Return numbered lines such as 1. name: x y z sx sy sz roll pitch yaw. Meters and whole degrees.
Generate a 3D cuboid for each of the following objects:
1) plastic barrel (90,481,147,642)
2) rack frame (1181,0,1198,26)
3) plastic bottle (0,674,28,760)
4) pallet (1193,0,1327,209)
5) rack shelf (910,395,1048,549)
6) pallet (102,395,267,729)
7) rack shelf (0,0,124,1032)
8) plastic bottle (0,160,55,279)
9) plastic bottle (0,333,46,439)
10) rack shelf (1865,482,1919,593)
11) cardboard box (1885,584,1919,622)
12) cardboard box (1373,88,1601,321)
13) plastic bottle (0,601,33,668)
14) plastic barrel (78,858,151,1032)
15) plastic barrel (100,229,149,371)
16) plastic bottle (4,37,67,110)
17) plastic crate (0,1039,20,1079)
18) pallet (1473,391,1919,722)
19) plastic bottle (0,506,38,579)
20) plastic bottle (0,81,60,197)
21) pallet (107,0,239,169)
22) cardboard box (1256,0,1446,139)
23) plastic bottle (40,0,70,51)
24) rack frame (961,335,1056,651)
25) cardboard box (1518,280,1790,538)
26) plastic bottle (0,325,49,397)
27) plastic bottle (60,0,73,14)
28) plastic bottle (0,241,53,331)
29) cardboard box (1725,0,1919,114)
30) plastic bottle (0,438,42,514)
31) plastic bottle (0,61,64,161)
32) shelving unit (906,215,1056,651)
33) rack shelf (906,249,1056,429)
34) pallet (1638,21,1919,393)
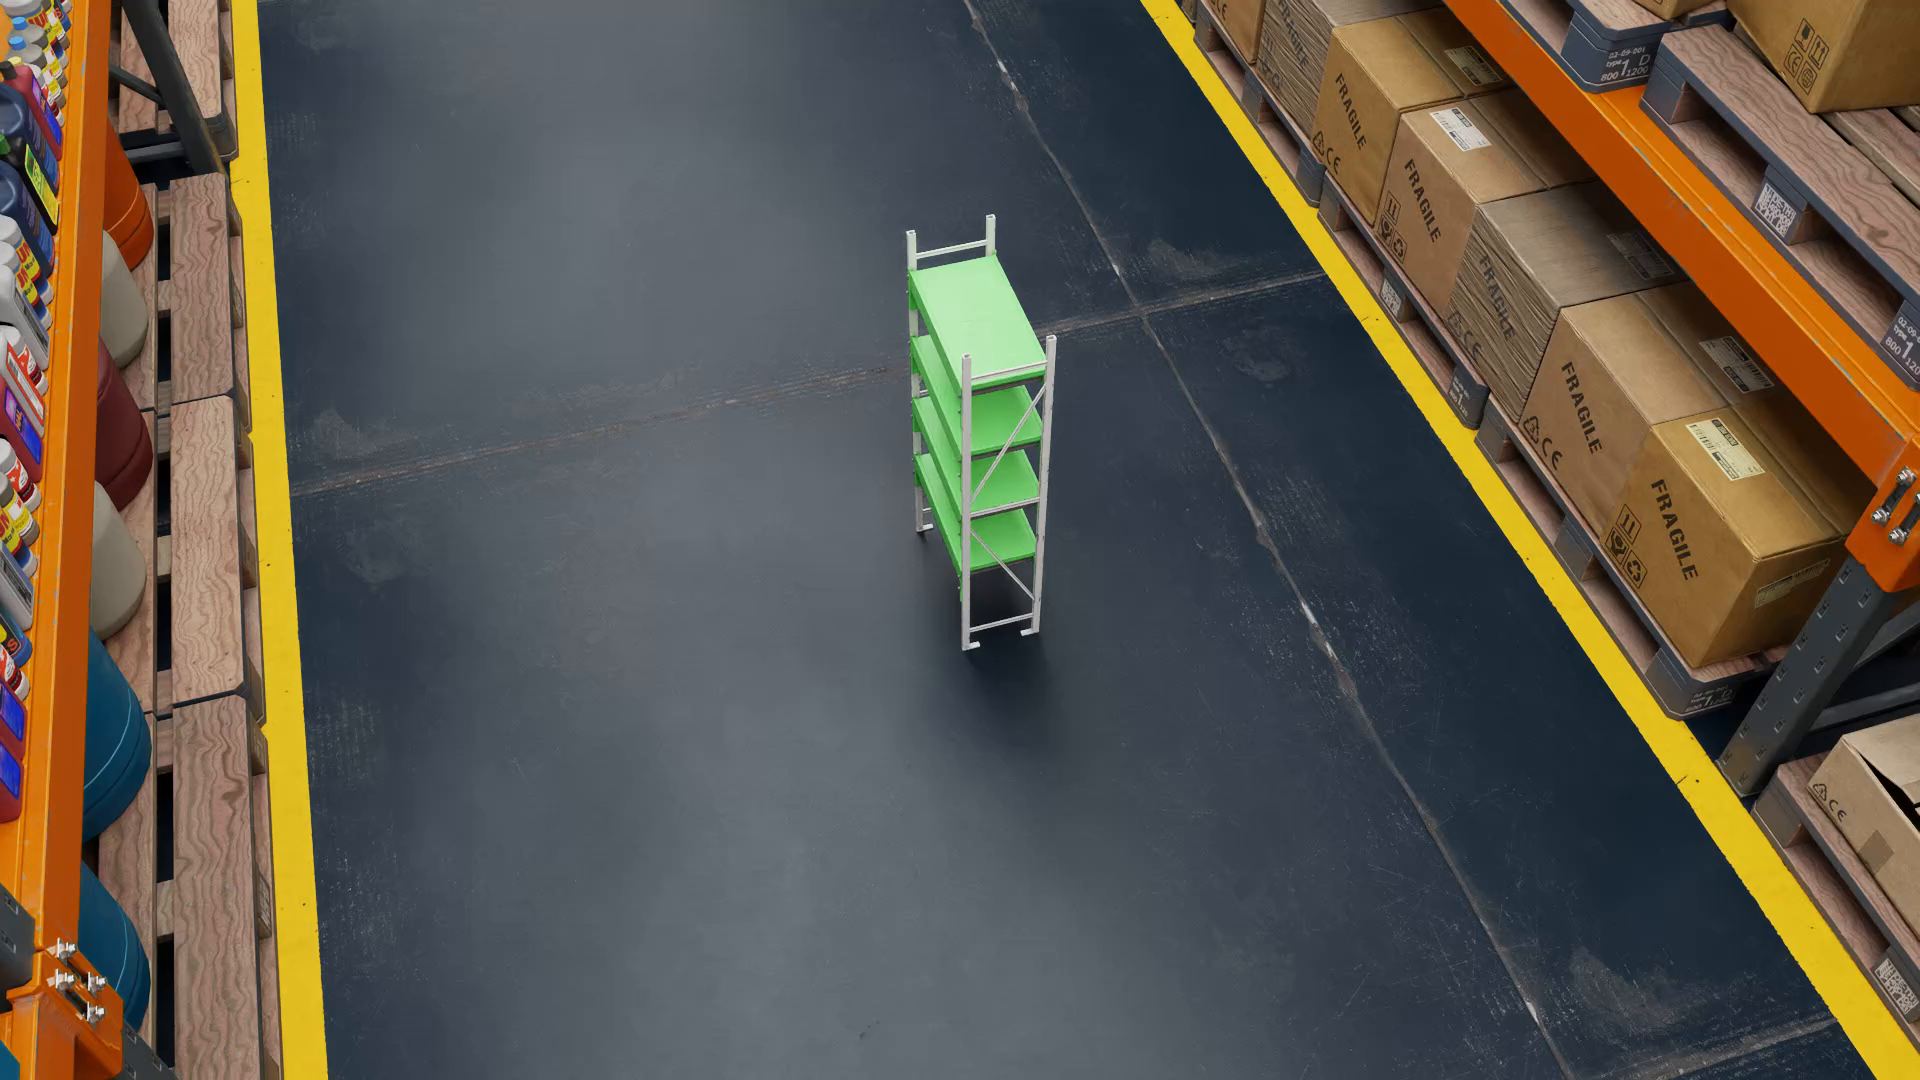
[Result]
1. plastic barrel: -2.536 0.032 4.613 0.421 0.512 0.421 0 50 0
2. rack frame: 1.450 -3.322 6.089 1.000 3.000 0.127 -13 51 -11
3. plastic bottle: -1.841 0.293 3.118 0.061 0.283 0.133 -13 51 -11
4. pallet: 1.634 -1.869 6.688 1.003 0.211 1.213 -13 51 -11
5. rack shelf: 0.049 -0.225 4.738 0.258 0.148 0.480 -13 51 -11
6. pallet: -2.653 0.150 4.986 1.003 0.211 1.213 -13 51 -11
7. rack shelf: -2.692 -0.512 4.190 1.077 0.370 4.000 -13 51 -11
8. plastic bottle: -2.317 -0.797 3.992 0.144 0.351 0.185 -13 51 -11
9. plastic bottle: -2.147 -0.344 3.659 0.152 0.276 0.135 -13 51 -11
10. rack shelf: 3.224 1.292 2.669 1.077 0.370 4.000 -13 51 -11
11. cardboard box: 2.722 -0.145 4.758 0.500 0.500 0.500 -15 52 -13
12. cardboard box: 1.774 -1.132 5.590 0.500 0.500 0.500 -15 51 -12
13. plastic bottle: -1.921 0.145 3.250 0.097 0.271 0.097 0 50 0
14. plastic barrel: -2.245 0.856 3.664 0.600 0.901 0.708 -13 51 -11
15. plastic barrel: -2.870 -0.793 5.309 0.421 0.512 0.421 0 50 0
16. plastic bottle: -2.498 -1.258 4.479 0.097 0.201 0.097 0 50 0
17. plastic crate: -1.636 0.966 2.445 0.392 0.384 0.575 -13 51 -11
18. pallet: 2.356 -0.087 5.186 1.003 0.211 1.213 -13 51 -11
19. plastic bottle: -1.989 -0.024 3.393 0.097 0.271 0.097 0 50 0
20. plastic bottle: -2.411 -1.029 4.188 0.144 0.351 0.185 -13 51 -11
21. pallet: -3.475 -1.881 6.697 1.003 0.211 1.213 -13 51 -11
22. cardboard box: 1.472 -1.880 6.220 0.500 0.500 0.500 -15 51 -12
23. plastic bottle: -2.585 -1.472 4.659 0.097 0.201 0.097 0 50 0
24. rack frame: 0.121 -0.088 4.539 0.240 1.200 0.015 -13 51 -11
25. cardboard box: 2.075 -0.395 4.968 0.500 0.500 0.500 -13 51 -11
26. plastic bottle: -2.155 -0.411 3.764 0.097 0.201 0.097 0 50 0
27. plastic bottle: -2.642 -1.614 4.778 0.097 0.201 0.097 0 50 0
28. plastic bottle: -2.224 -0.603 3.880 0.097 0.271 0.097 0 50 0
29. cardboard box: 2.442 -1.453 4.173 0.700 0.500 0.500 -6 50 -5
30. plastic bottle: -2.047 -0.144 3.539 0.097 0.201 0.097 0 50 0
31. plastic bottle: -2.418 -1.133 4.320 0.061 0.283 0.133 -13 51 -11
32. shelving unit: 0.049 -0.266 4.689 0.258 1.200 0.503 -13 51 -11
33. rack shelf: 0.049 -0.534 4.371 0.258 0.148 0.480 -13 51 -11
34. pallet: 2.501 -0.947 4.212 1.003 0.211 1.213 -13 51 -11
